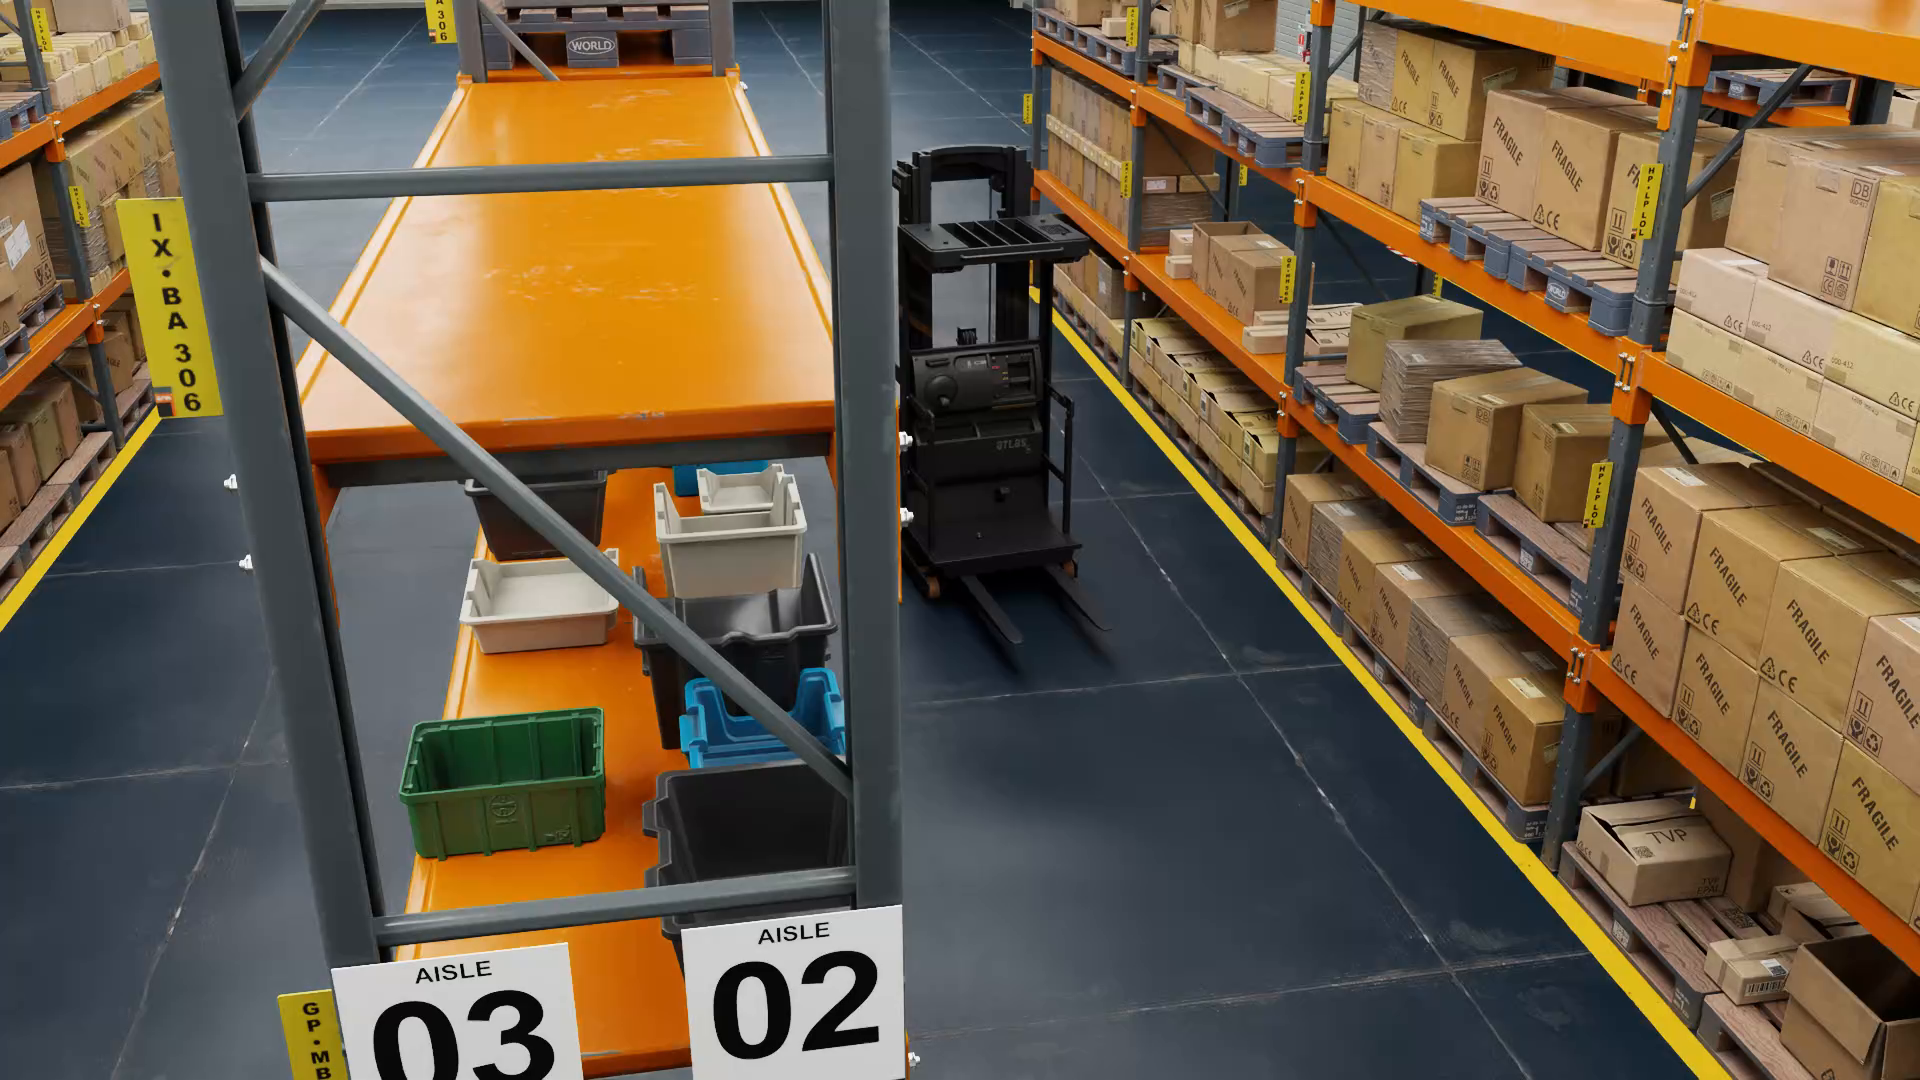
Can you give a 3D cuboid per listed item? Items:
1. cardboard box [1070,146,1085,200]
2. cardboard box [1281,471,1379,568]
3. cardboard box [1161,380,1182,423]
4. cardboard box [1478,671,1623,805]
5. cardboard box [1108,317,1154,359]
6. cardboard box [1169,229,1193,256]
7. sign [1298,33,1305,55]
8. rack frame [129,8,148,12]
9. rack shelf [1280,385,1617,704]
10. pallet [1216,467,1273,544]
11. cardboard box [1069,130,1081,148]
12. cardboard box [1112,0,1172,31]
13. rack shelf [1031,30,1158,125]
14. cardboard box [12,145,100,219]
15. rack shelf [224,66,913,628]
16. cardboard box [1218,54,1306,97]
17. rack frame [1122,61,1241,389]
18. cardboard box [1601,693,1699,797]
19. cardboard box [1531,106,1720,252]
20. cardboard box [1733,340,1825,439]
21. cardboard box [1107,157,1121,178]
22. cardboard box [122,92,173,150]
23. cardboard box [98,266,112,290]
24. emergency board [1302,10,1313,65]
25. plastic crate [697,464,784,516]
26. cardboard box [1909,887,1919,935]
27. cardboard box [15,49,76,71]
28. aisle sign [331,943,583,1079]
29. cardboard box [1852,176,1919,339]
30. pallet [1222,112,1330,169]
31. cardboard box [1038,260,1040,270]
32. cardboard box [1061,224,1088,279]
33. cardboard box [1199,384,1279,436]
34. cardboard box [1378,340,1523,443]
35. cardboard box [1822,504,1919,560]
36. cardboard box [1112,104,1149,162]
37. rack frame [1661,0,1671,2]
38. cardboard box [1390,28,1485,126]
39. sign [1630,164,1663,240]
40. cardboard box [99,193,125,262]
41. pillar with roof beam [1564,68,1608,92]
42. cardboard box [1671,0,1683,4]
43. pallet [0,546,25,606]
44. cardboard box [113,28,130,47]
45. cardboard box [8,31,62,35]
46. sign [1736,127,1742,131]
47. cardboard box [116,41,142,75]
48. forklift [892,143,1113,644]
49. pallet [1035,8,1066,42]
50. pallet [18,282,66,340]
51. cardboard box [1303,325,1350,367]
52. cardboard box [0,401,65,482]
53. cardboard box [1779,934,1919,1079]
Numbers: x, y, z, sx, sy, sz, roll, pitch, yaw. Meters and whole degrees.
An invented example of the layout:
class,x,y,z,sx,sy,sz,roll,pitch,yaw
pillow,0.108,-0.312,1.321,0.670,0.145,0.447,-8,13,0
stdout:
class,x,y,z,sx,sy,sz,roll,pitch,yaw
cardboard box,1.568,-3.897,17.544,0.700,0.500,0.500,-4,24,-9
cardboard box,2.589,-0.147,11.656,0.500,0.500,0.500,-3,24,-7
cardboard box,2.069,-1.216,14.439,0.500,0.250,0.500,-5,24,-11
cardboard box,3.152,1.053,8.907,0.500,0.500,0.500,-4,24,-10
cardboard box,1.745,-1.963,16.151,0.500,0.250,0.500,-4,24,-10
cardboard box,2.180,-2.606,14.898,0.500,0.250,0.500,-3,24,-6
sign,5.623,-8.171,27.410,0.001,0.329,0.234,-4,24,-10
rack frame,-8.430,-6.456,16.031,1.000,3.000,0.127,-4,24,-10
rack shelf,3.155,-0.175,10.045,1.077,0.370,4.000,-4,24,-10
pallet,2.672,-0.340,13.008,1.003,0.211,1.213,-4,24,-10
cardboard box,1.360,-4.205,17.437,0.380,0.149,0.250,-5,24,-12
cardboard box,1.865,-5.200,16.076,0.797,0.503,0.637,-2,24,-4
rack shelf,1.676,-4.696,16.649,1.077,0.370,4.000,-4,24,-10
cardboard box,-7.524,-2.969,13.798,0.500,0.500,0.500,-4,24,-10
rack shelf,-0.974,-0.803,4.485,1.077,0.370,4.000,-4,24,-10
cardboard box,2.339,-3.607,12.917,0.500,0.250,0.500,-6,24,-14
rack frame,2.046,-2.865,15.304,1.000,3.000,0.127,-4,24,-10
cardboard box,3.675,1.017,8.989,0.500,0.500,0.500,-5,24,-12
cardboard box,3.358,-1.842,8.439,0.600,0.600,0.600,-5,24,-10
cardboard box,3.460,-0.617,6.598,0.500,0.250,0.500,-4,24,-10
cardboard box,1.641,-3.602,16.058,0.380,0.149,0.250,-4,24,-10
cardboard box,-8.085,-4.149,16.498,0.500,0.500,0.500,-4,24,-10
cardboard box,-7.468,-2.224,14.151,0.380,0.149,0.250,-4,24,-10
emergency board,5.624,-7.930,26.901,0.194,1.169,0.643,-4,24,-10
plastic crate,-0.734,-0.135,5.635,0.293,0.136,0.466,-4,24,-10
cardboard box,3.728,1.253,5.751,0.500,0.500,0.500,-4,24,-9
cardboard box,-7.593,-3.981,13.801,0.380,0.149,0.250,-4,24,-9
aisle sign,-0.878,1.079,3.026,0.394,0.787,0.004,-4,24,-10
cardboard box,3.704,-1.005,5.924,0.700,0.500,0.500,-4,24,-10
pallet,2.572,-2.840,11.735,1.213,0.211,1.003,-3,24,-7
cardboard box,1.187,-3.143,18.852,0.500,0.250,0.500,-4,24,-10
cardboard box,1.386,-3.095,17.804,0.500,0.500,0.500,-4,24,-10
cardboard box,2.254,-1.071,13.408,0.500,0.311,0.500,-4,24,-10
cardboard box,2.994,-0.916,10.194,0.700,0.500,0.500,0,24,0
cardboard box,3.971,0.159,7.007,0.500,0.500,0.500,-5,24,-11
cardboard box,1.863,-3.878,15.878,0.700,0.500,0.500,-4,24,-10
rack frame,6.913,-5.982,14.946,1.000,3.000,0.127,-4,24,-10
cardboard box,2.954,-2.797,10.028,0.500,0.500,0.500,-4,24,-10
sign,2.980,-1.468,7.219,0.100,0.325,0.005,-4,24,-10
cardboard box,-7.771,-2.696,14.421,0.875,0.500,0.500,-4,24,-10
pillar with roof beam,2.923,-7.026,17.335,9.100,9.000,0.400,-4,24,-10
cardboard box,6.554,-5.298,15.728,0.500,0.500,0.500,-6,24,-14
pallet,-7.094,0.411,11.289,1.003,0.211,1.213,-4,24,-10
cardboard box,-7.839,-4.597,15.211,0.380,0.149,0.250,-6,24,-12
cardboard box,-8.399,-4.556,15.117,0.380,0.149,0.250,-5,24,-12
sign,7.458,-3.806,16.013,0.100,0.325,0.005,-4,24,-10
cardboard box,-7.909,-4.443,15.358,0.500,0.250,0.500,-4,24,-9
forklift,0.192,-1.105,11.361,1.130,2.935,3.031,-7,25,-16
pallet,1.412,-5.492,17.683,1.003,0.211,1.213,-4,24,-10
pallet,-7.692,-1.734,12.954,1.003,0.211,1.213,-4,24,-10
cardboard box,2.761,-1.397,12.055,0.500,0.311,0.500,-3,24,-6
cardboard box,-7.528,-0.757,13.052,0.700,0.500,0.500,-4,24,-10
cardboard box,3.878,1.963,6.820,0.797,0.503,0.637,-4,24,-10
